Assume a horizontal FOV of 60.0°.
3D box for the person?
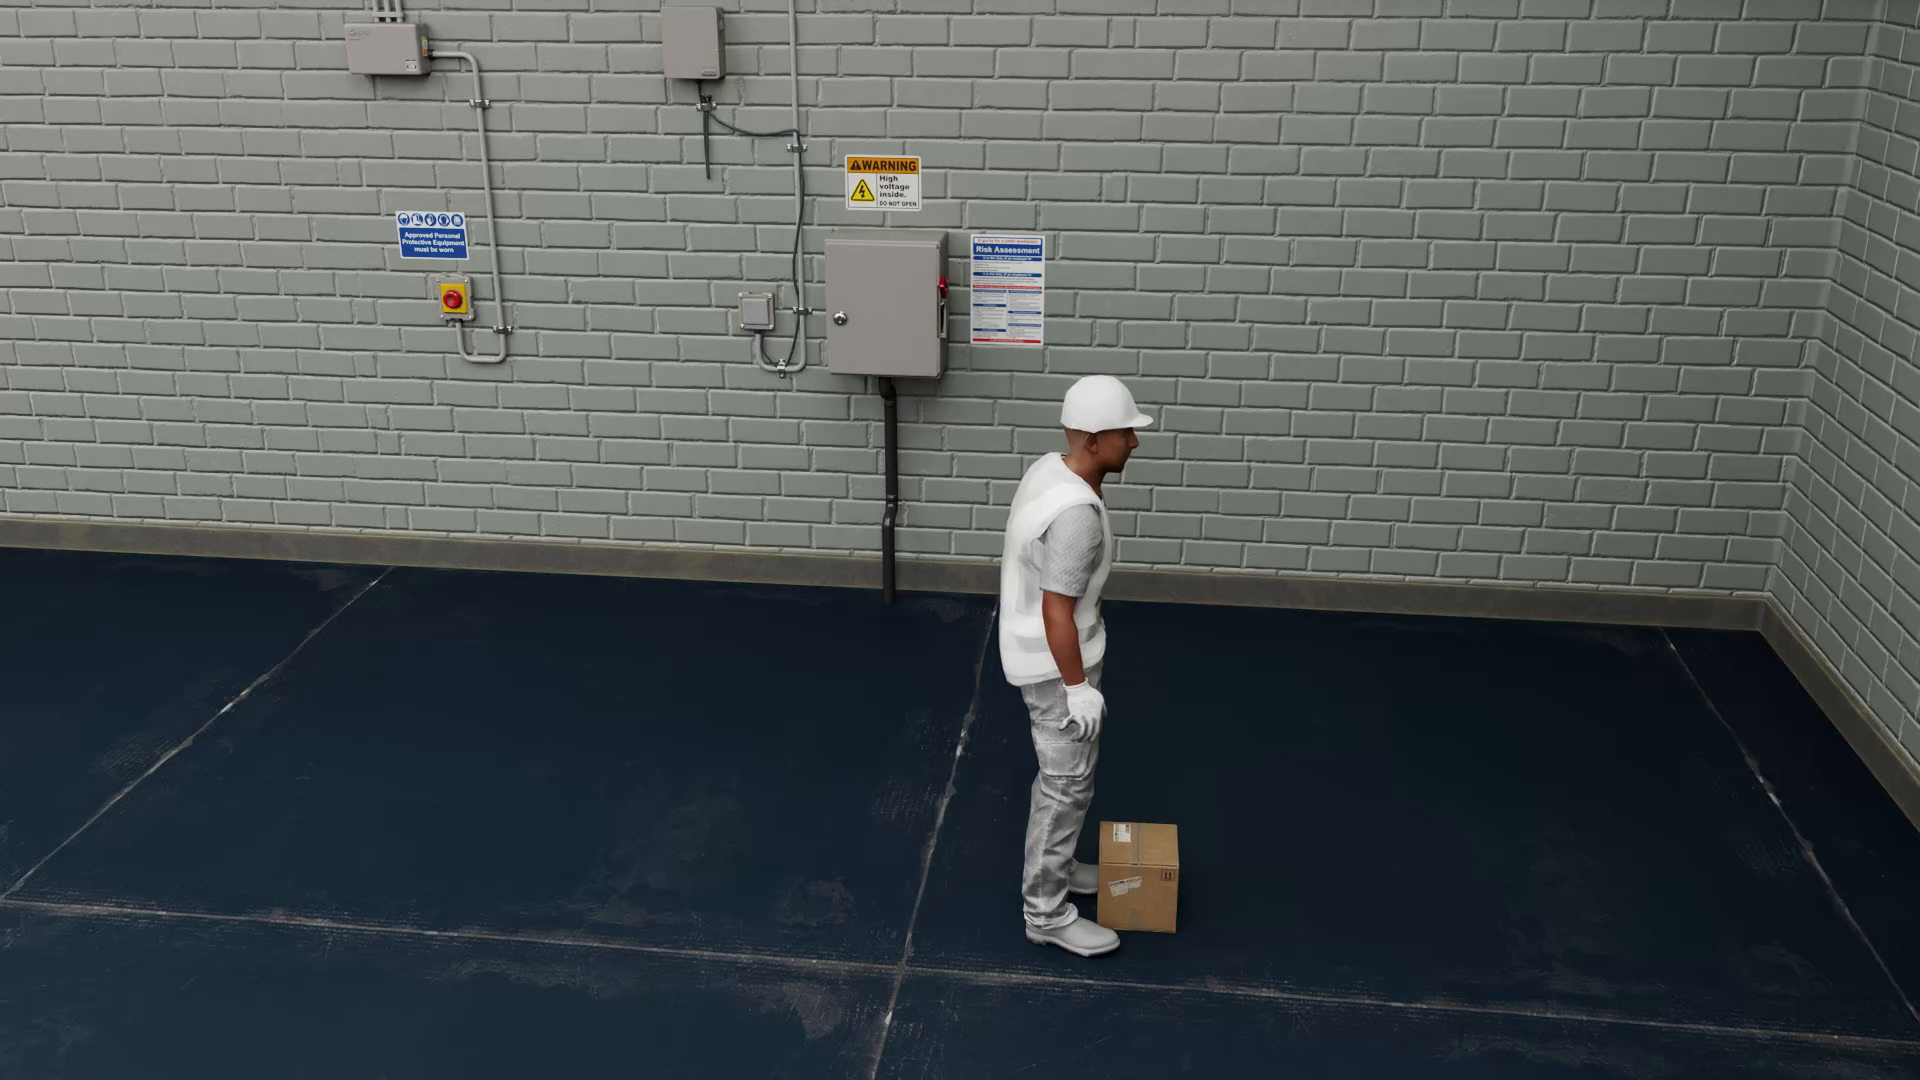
[{"bbox_3d":[0.343,0.363,5.117,0.445,1.775,0.629,1,21,3],"label":"person"}]
